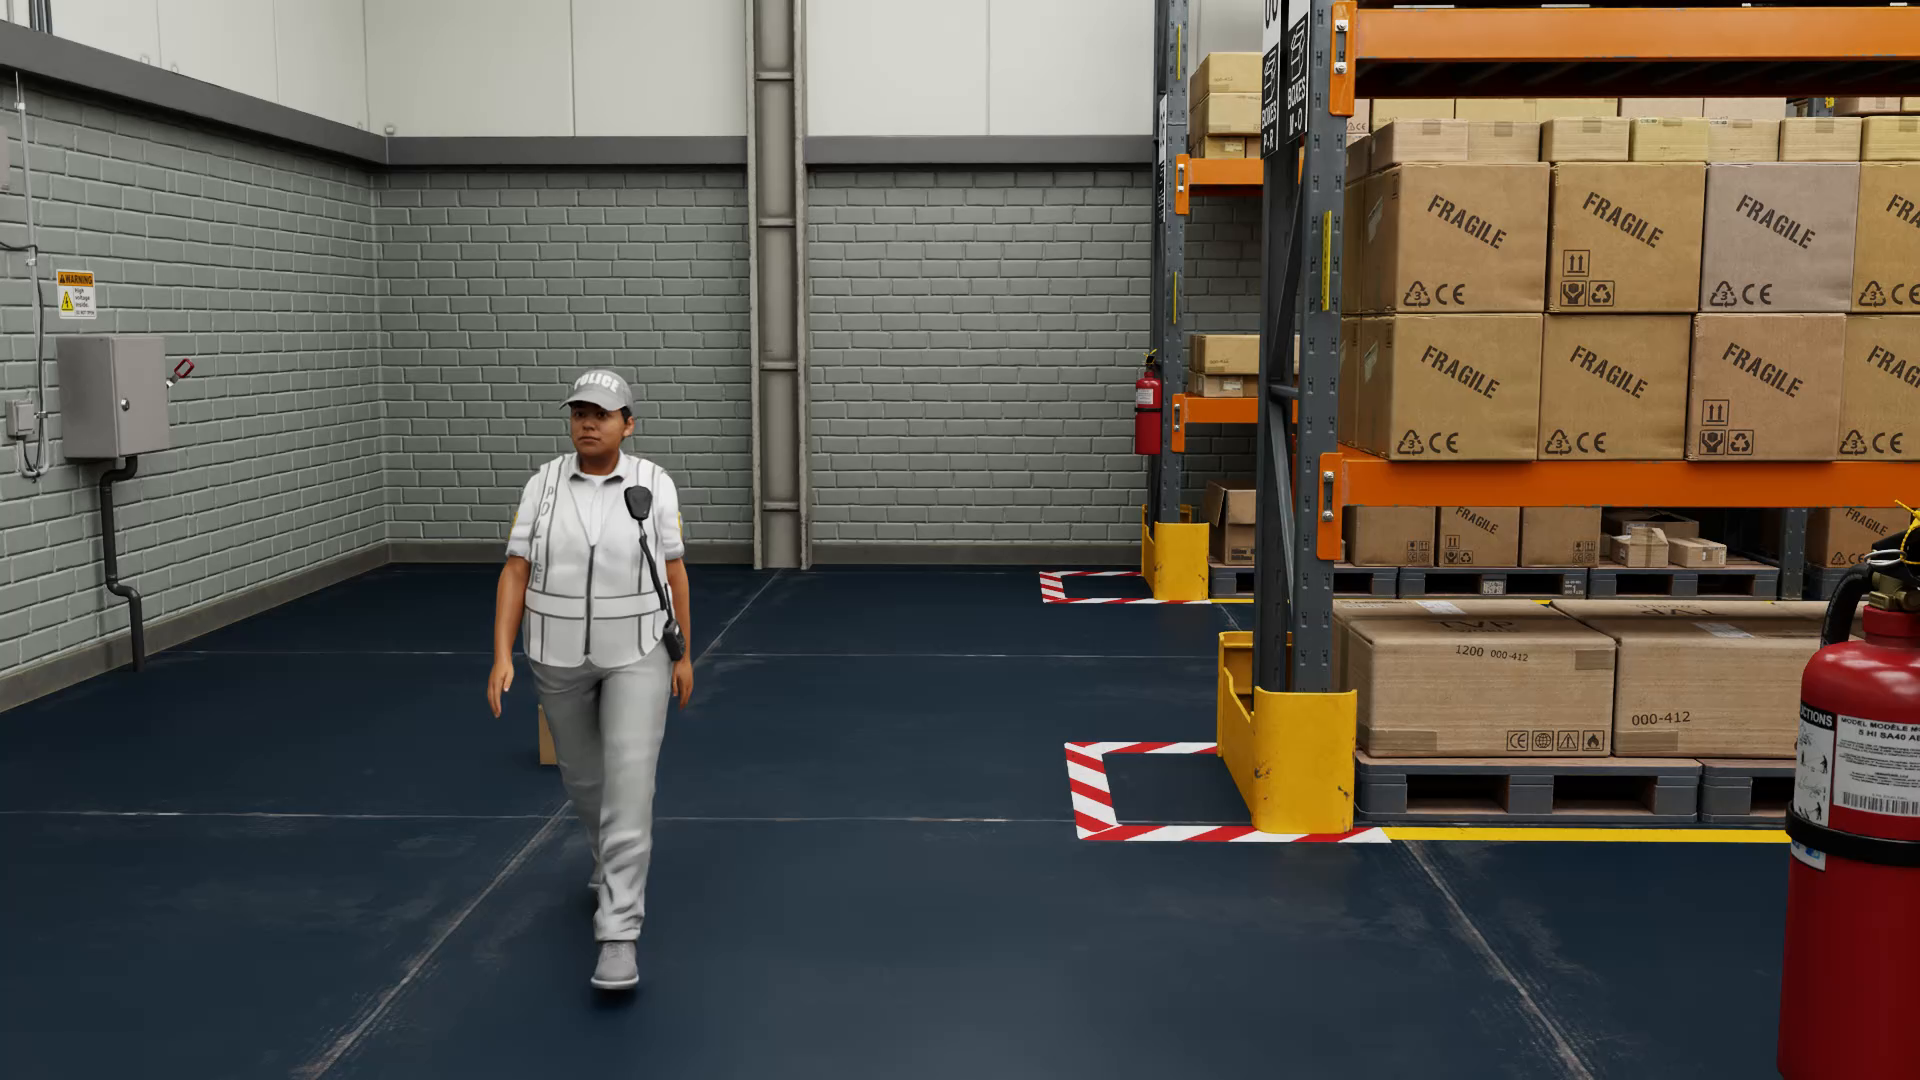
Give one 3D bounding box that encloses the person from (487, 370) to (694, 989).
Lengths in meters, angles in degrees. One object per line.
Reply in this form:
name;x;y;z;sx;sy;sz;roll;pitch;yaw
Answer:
person;-1.033;0.331;4.672;0.509;1.608;1.007;0;7;0
